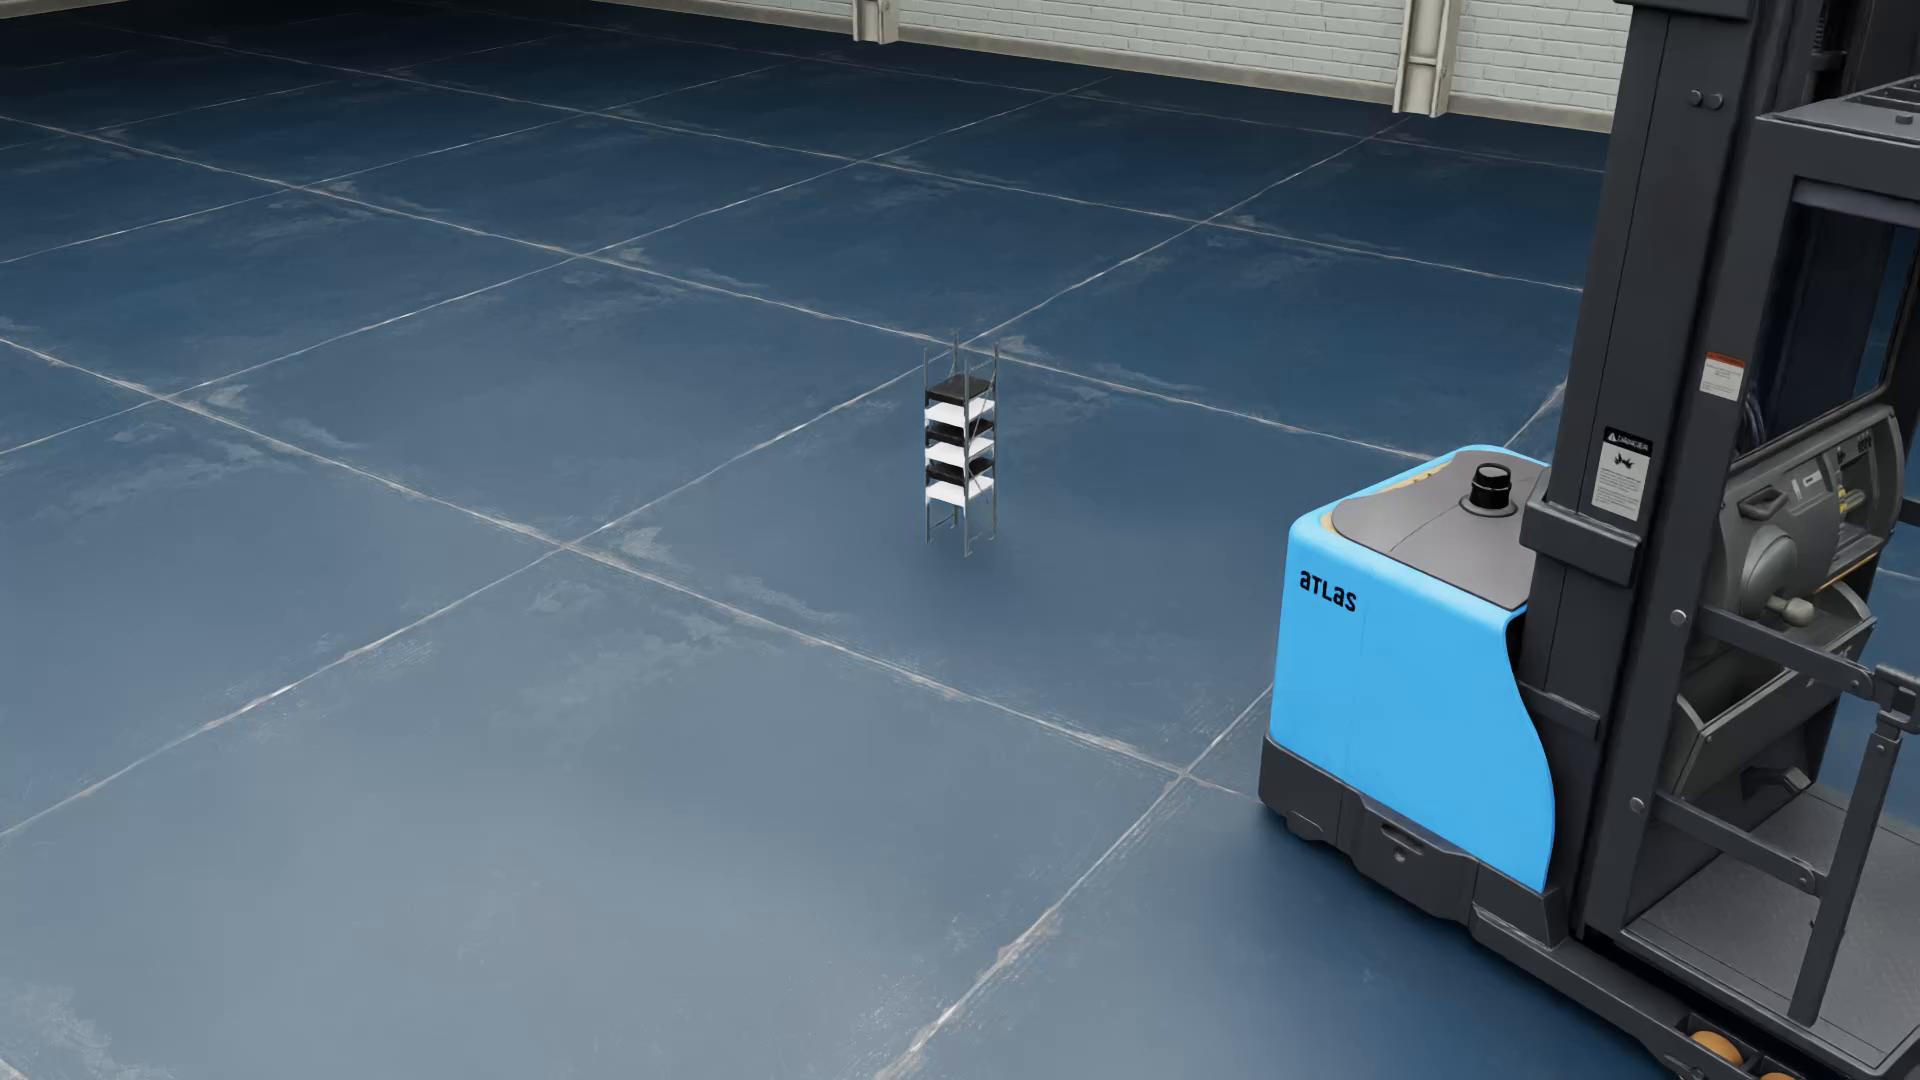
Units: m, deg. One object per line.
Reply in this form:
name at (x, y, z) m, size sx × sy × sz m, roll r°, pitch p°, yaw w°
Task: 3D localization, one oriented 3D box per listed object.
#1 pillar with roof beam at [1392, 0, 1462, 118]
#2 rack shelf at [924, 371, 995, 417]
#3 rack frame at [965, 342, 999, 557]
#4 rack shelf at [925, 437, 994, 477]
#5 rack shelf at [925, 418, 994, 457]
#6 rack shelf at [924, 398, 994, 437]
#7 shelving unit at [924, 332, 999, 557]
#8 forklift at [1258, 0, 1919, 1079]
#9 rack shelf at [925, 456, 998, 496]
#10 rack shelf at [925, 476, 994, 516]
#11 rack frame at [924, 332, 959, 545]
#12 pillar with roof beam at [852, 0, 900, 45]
pillar with roof beam at (1.621, -6.179, 9.469) m, size 0.400 × 9.000 × 9.100 m, roll 17°, pitch 32°, yaw 30°
rack shelf at (0.007, -0.610, 6.934) m, size 0.200 × 0.077 × 0.258 m, roll 17°, pitch 32°, yaw 30°
rack frame at (0.090, -0.373, 6.990) m, size 0.006 × 0.900 × 0.240 m, roll 17°, pitch 32°, yaw 30°
rack shelf at (0.007, -0.369, 7.057) m, size 0.200 × 0.077 × 0.258 m, roll 17°, pitch 32°, yaw 30°
rack shelf at (0.007, -0.449, 7.016) m, size 0.200 × 0.077 × 0.258 m, roll 17°, pitch 32°, yaw 30°
rack shelf at (0.007, -0.530, 6.975) m, size 0.200 × 0.077 × 0.258 m, roll 17°, pitch 32°, yaw 30°
shelving unit at (0.007, -0.399, 7.042) m, size 0.210 × 0.900 × 0.258 m, roll 17°, pitch 32°, yaw 30°
forklift at (2.300, -0.032, 4.081) m, size 1.130 × 2.935 × 3.031 m, roll -20°, pitch 33°, yaw -34°
rack shelf at (0.007, -0.289, 7.098) m, size 0.200 × 0.077 × 0.258 m, roll 17°, pitch 32°, yaw 30°
rack shelf at (0.007, -0.209, 7.139) m, size 0.200 × 0.077 × 0.258 m, roll 17°, pitch 32°, yaw 30°
rack frame at (-0.077, -0.425, 7.093) m, size 0.006 × 0.900 × 0.240 m, roll 17°, pitch 32°, yaw 30°
pillar with roof beam at (-3.325, -7.719, 12.497) m, size 0.400 × 9.000 × 9.100 m, roll 17°, pitch 32°, yaw 30°
